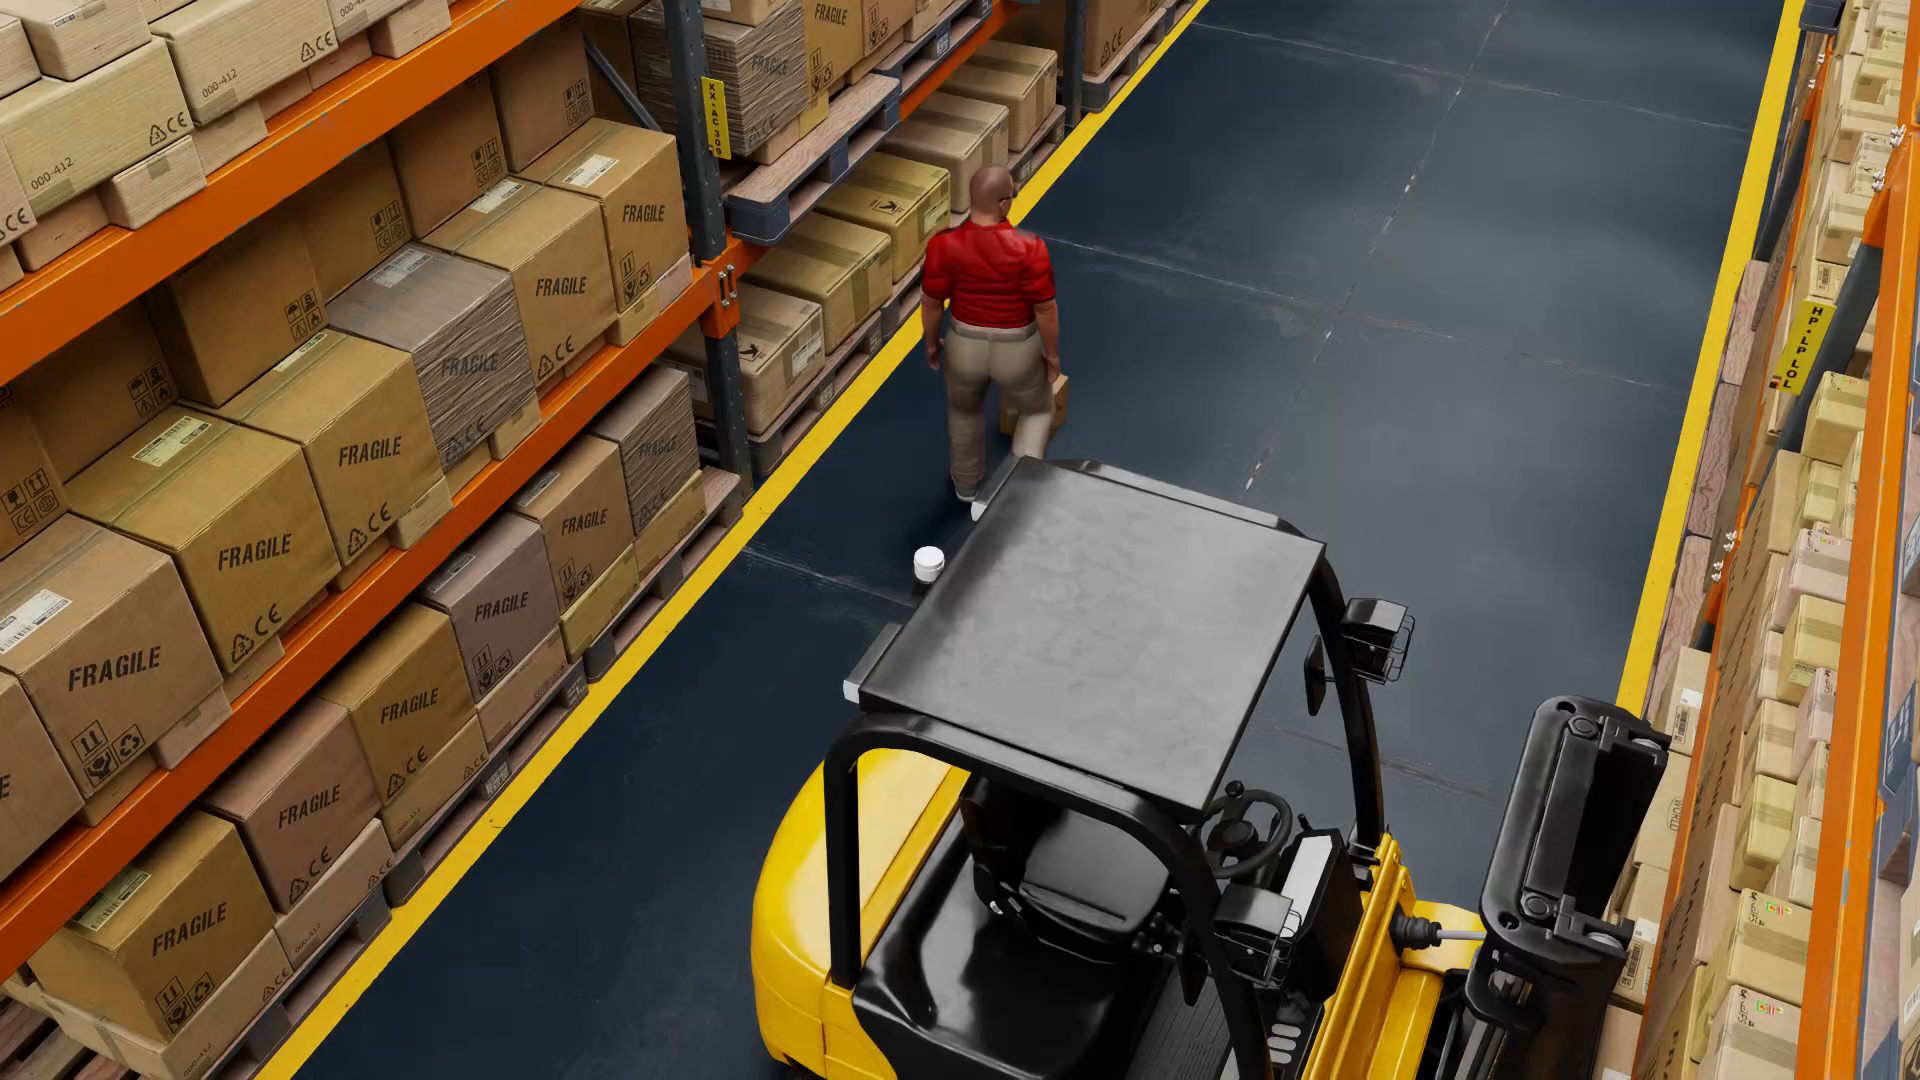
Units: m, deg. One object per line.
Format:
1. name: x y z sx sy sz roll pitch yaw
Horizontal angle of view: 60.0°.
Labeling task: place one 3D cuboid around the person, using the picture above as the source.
1. person: 0.133 -0.795 7.033 0.589 1.721 0.655 5 42 5
